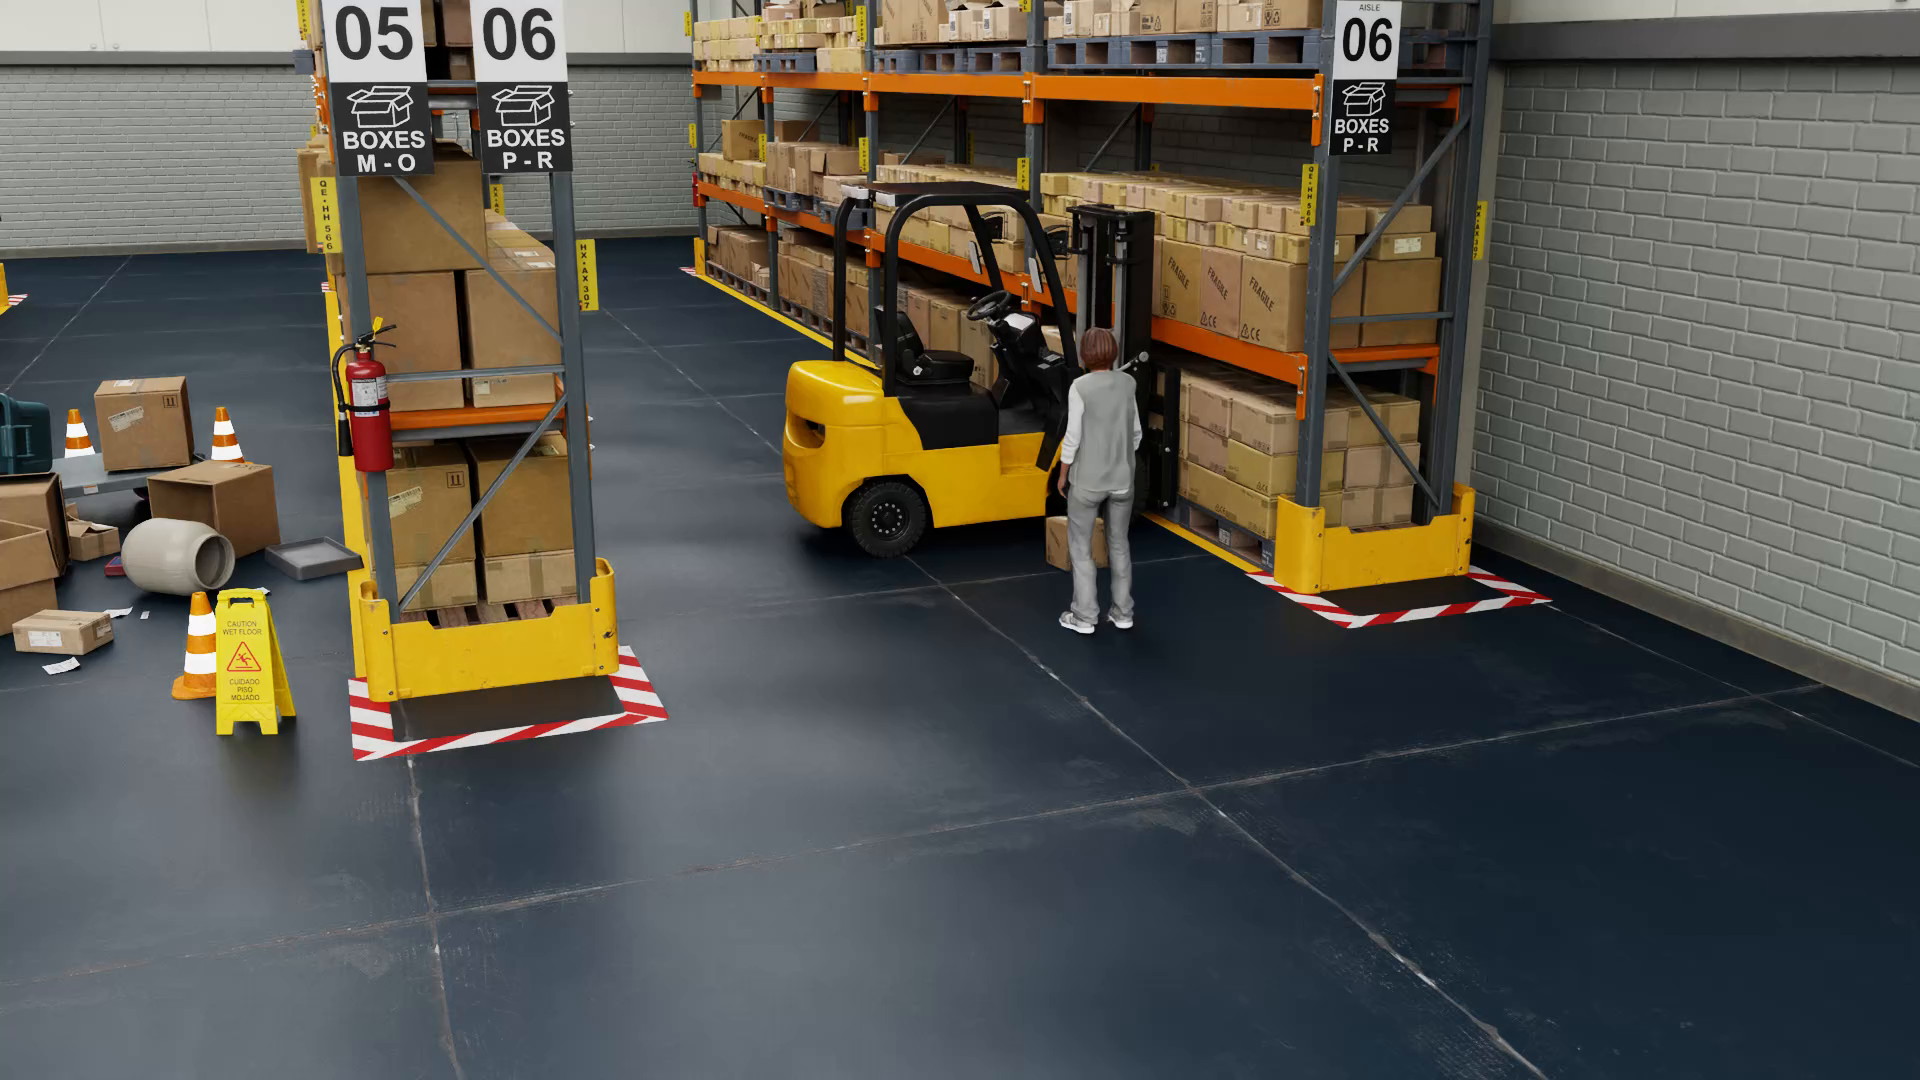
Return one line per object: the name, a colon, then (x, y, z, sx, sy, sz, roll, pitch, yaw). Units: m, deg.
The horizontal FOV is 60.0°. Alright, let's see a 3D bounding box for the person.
person: (0.723, -0.299, 8.593, 0.453, 1.597, 0.342, -6, 17, -22)
